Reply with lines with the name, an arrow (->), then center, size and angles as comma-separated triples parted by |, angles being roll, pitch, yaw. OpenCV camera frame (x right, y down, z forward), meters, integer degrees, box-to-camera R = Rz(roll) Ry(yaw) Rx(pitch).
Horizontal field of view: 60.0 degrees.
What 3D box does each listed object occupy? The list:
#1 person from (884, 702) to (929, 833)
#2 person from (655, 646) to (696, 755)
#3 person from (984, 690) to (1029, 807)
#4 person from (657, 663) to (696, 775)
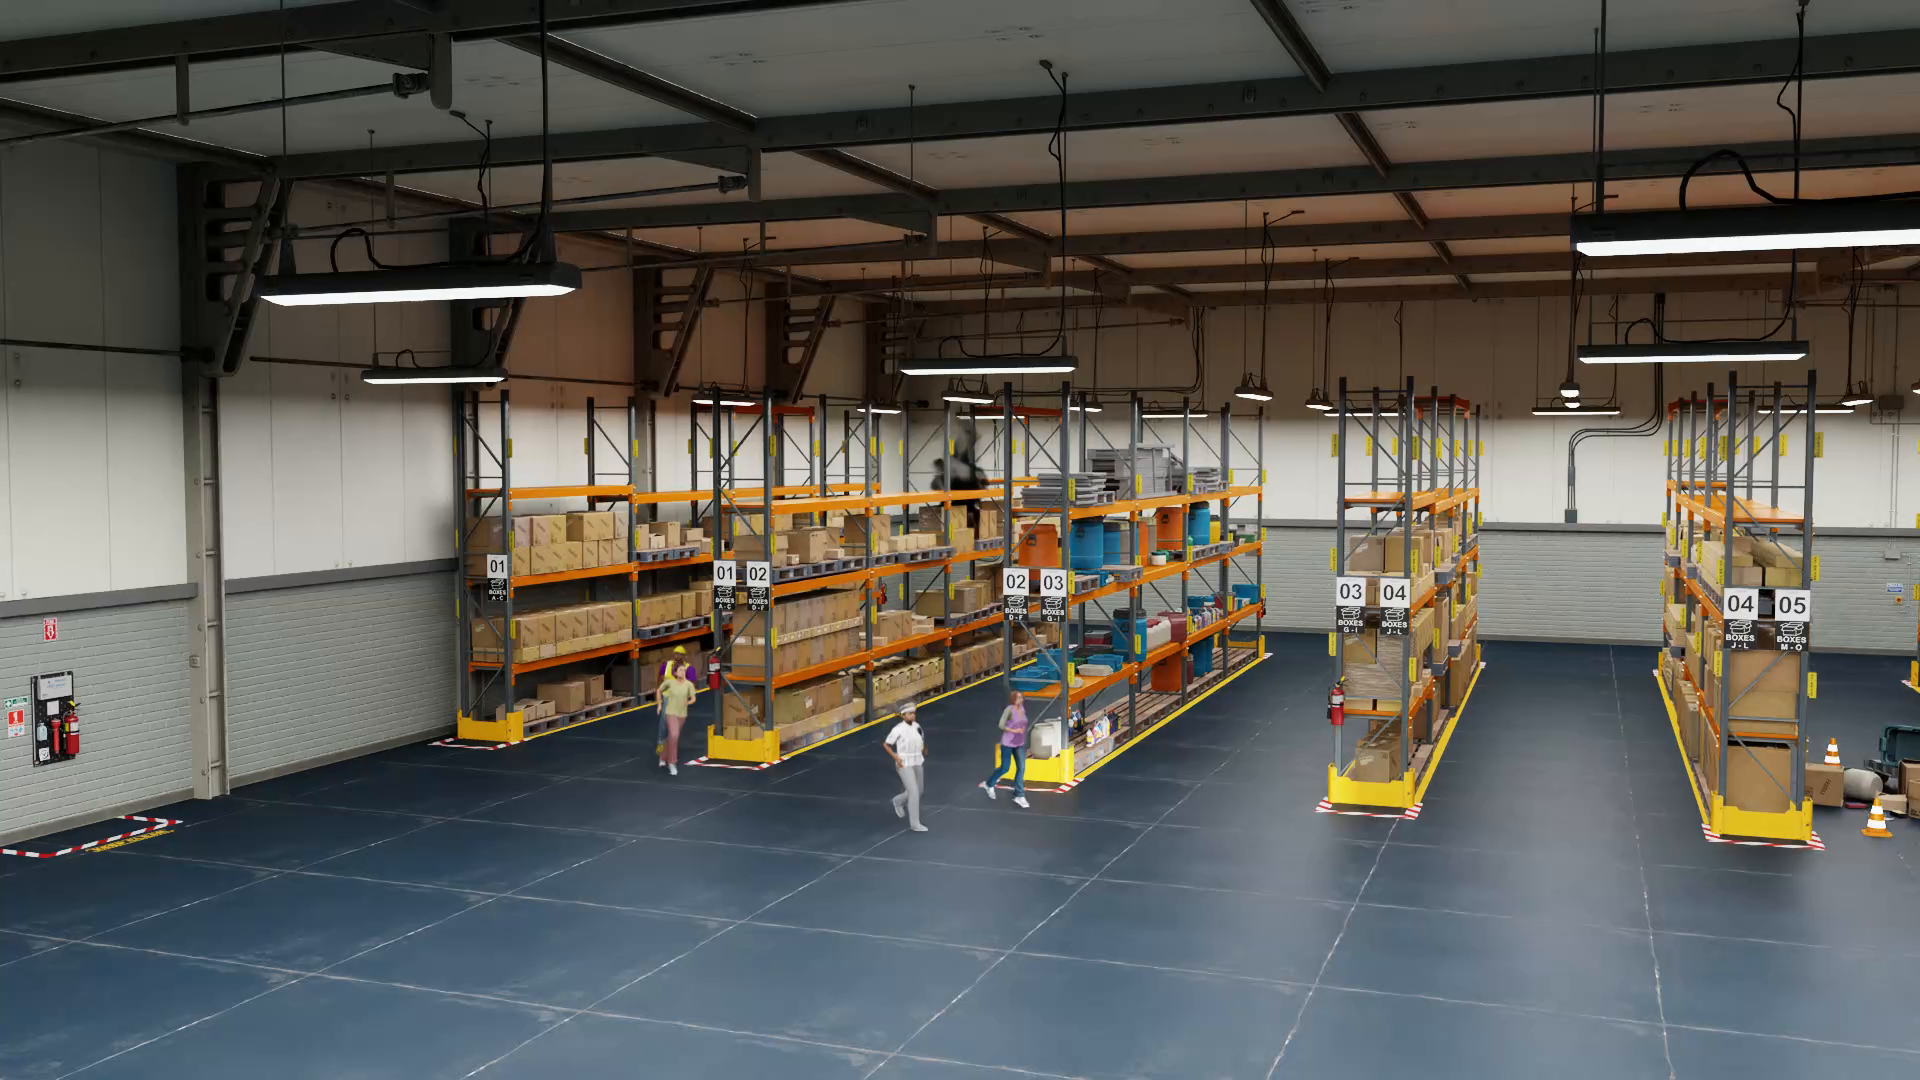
person -> -0.690, 2.958, 21.878 | 0.588, 1.666, 0.815 | -3, 4, -41
person -> -4.683, 2.634, 27.439 | 0.671, 1.800, 0.708 | 0, 3, -5
person -> 0.731, 2.916, 23.423 | 0.549, 1.579, 0.824 | -3, 4, -42
person -> -4.369, 2.743, 25.791 | 0.577, 1.664, 0.817 | -2, 4, -27
